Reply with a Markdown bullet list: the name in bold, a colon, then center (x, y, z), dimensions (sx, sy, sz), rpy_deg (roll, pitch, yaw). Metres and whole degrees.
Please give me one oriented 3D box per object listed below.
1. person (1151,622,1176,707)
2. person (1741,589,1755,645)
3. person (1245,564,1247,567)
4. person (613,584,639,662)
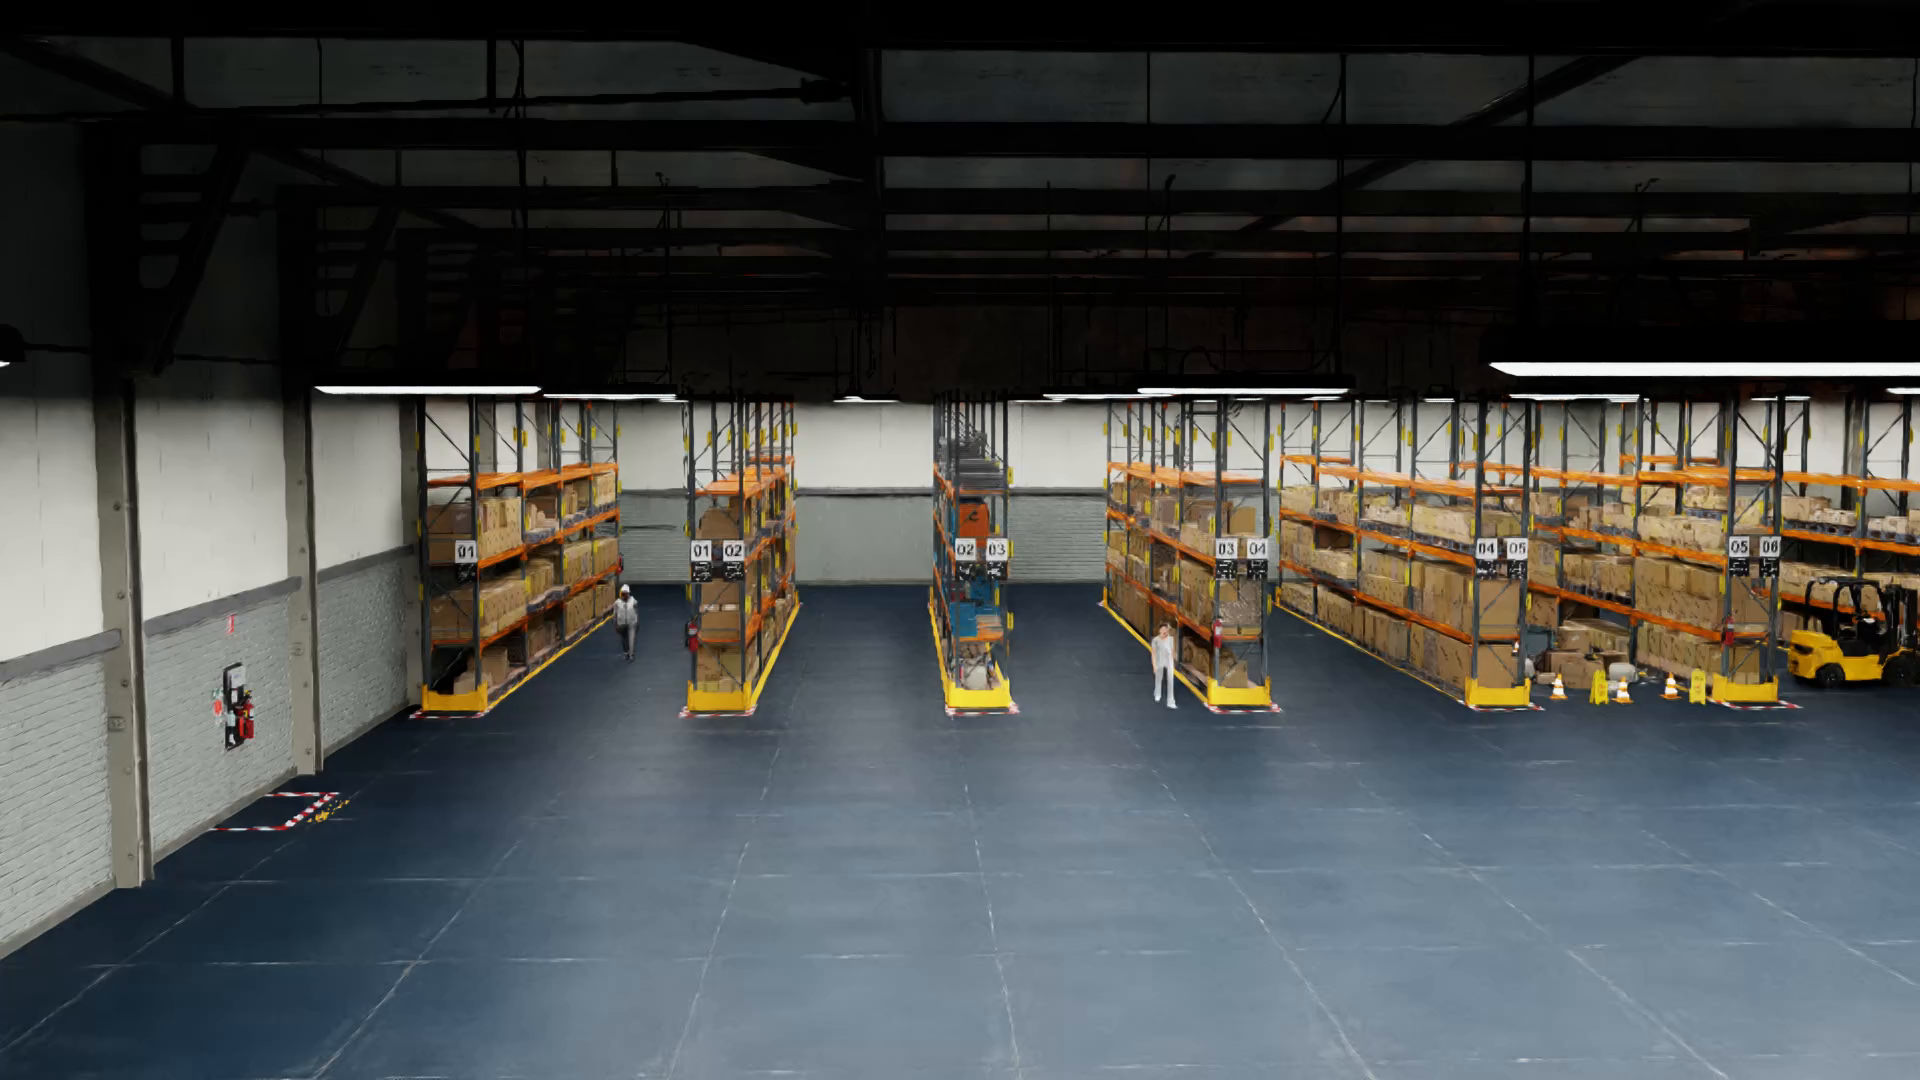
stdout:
- **person**: center (3.847, 2.337, 31.531), dimensions (0.447, 1.588, 1.095), rpy_deg (0, 5, 0)
- **person**: center (17.016, 1.915, 35.990), dimensions (0.499, 1.724, 0.578), rpy_deg (2, 5, 27)
- **person**: center (7.549, 1.347, 43.537), dimensions (0.565, 1.630, 0.610), rpy_deg (2, 5, 20)
- **person**: center (-7.459, 1.832, 37.116), dimensions (0.546, 1.695, 1.106), rpy_deg (0, 5, -5)
